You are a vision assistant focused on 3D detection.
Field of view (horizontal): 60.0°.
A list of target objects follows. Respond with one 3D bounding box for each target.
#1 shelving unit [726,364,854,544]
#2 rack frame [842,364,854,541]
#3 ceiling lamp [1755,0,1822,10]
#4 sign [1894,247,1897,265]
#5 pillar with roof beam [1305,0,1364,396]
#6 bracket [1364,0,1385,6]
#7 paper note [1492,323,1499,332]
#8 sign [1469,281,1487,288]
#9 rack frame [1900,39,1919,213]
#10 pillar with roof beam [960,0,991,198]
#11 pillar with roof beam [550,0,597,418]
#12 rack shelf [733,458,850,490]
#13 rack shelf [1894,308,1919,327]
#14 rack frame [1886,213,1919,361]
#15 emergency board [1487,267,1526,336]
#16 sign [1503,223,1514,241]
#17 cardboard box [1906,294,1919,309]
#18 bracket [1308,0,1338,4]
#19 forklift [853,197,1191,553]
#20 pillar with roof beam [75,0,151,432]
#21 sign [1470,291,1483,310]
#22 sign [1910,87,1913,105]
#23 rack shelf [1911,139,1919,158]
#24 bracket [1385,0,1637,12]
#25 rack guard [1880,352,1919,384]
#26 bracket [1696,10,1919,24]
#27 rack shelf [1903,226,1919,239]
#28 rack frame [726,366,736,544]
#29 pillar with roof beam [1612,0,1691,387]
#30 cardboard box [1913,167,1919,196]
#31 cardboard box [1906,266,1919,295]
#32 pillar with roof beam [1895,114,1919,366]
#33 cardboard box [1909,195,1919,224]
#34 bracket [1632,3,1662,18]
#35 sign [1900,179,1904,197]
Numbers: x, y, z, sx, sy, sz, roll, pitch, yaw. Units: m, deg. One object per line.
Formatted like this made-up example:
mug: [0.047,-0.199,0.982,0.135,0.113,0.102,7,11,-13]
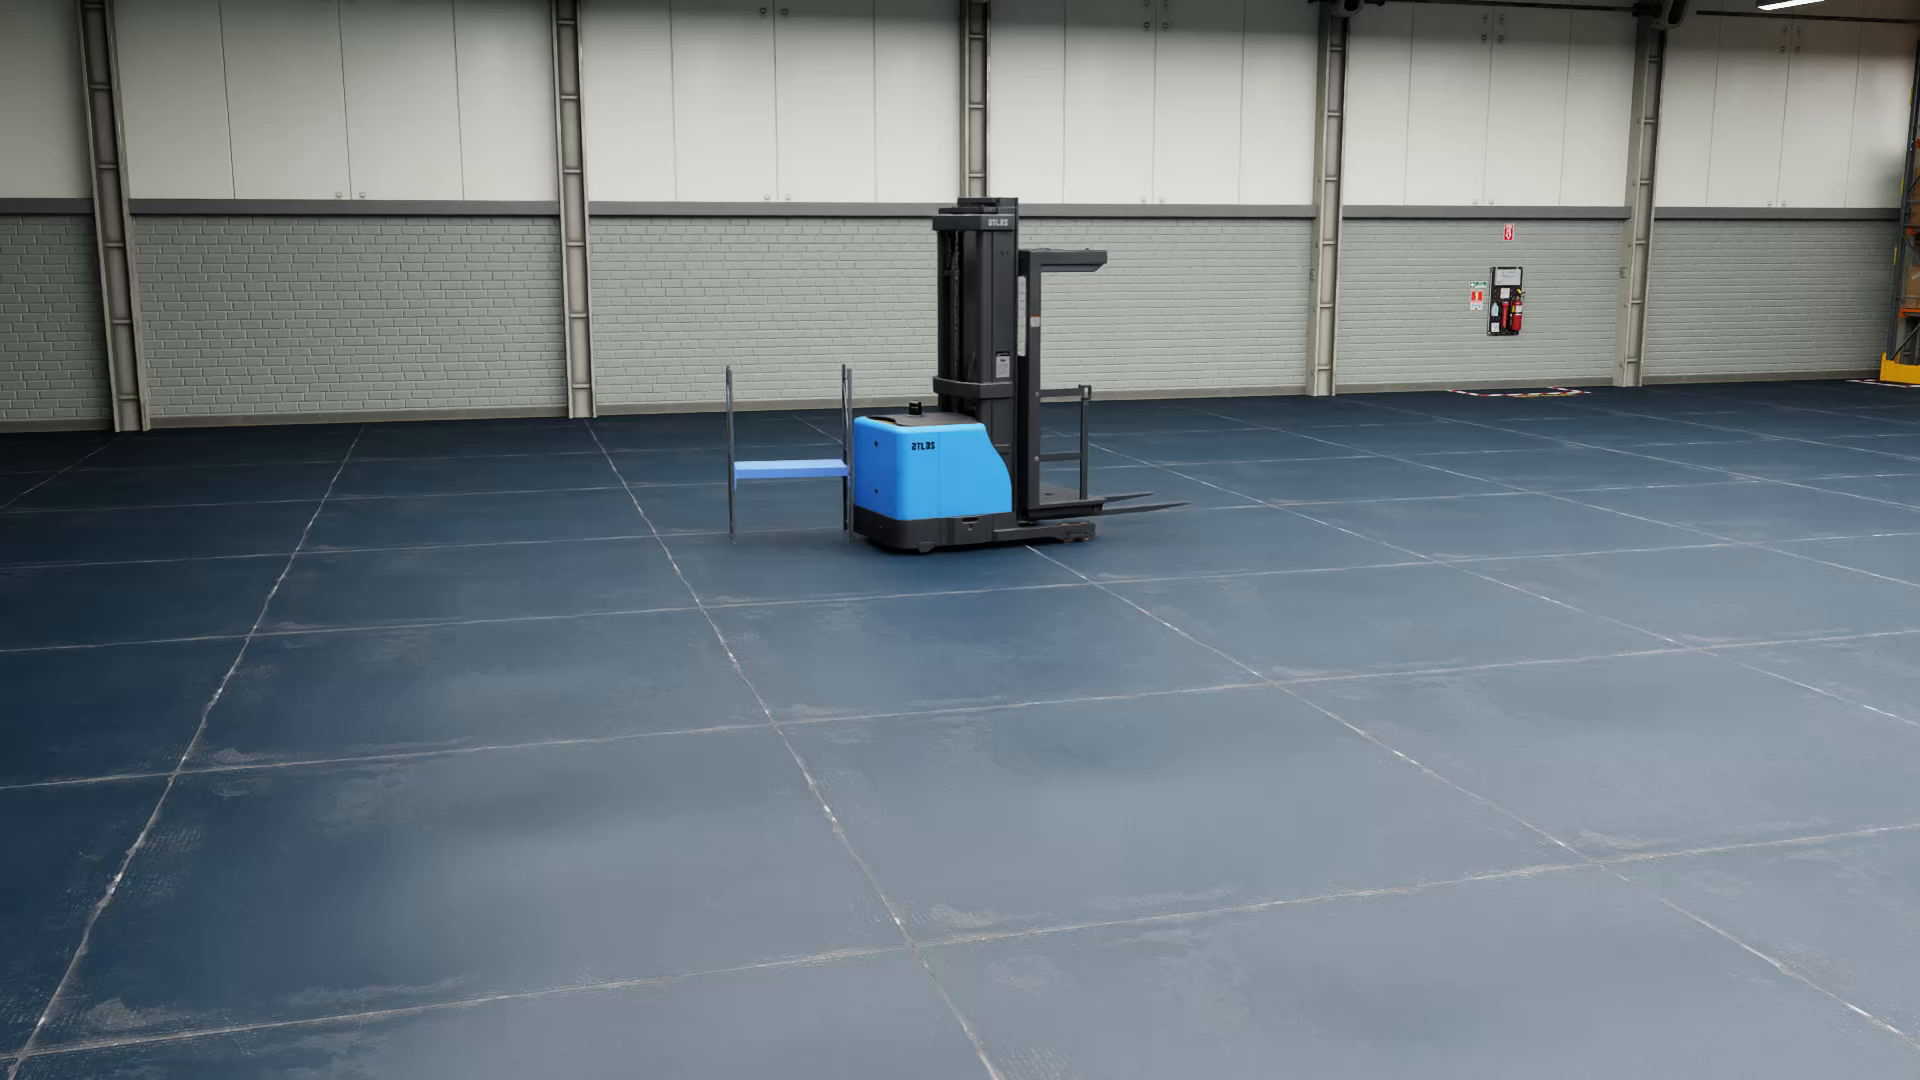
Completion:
shelving unit: [-1.490,-0.760,14.534,1.048,1.500,0.538,-2,11,-10]
rack frame: [-0.989,-0.776,14.622,0.032,1.500,0.500,-2,11,-10]
ceiling lamp: [11.717,-9.077,22.874,0.800,3.185,2.000,-3,11,-16]
sign: [16.942,-5.133,30.072,0.005,0.325,0.100,-3,11,-16]
pillar with roof beam: [7.190,-6.091,22.778,0.548,9.000,9.100,-3,11,-16]
bracket: [6.485,-8.569,26.296,0.430,0.232,0.235,-3,11,-16]
paper note: [9.175,-3.644,28.489,0.142,0.148,0.016,-3,11,-16]
sign: [8.812,-4.341,28.279,0.331,0.109,0.001,-3,11,-16]
rack frame: [17.078,-7.261,29.133,0.127,3.000,1.000,-3,11,-16]
pillar with roof beam: [1.429,-5.787,21.129,0.548,9.000,9.100,-3,11,-16]
pillar with roof beam: [-4.332,-5.484,19.479,0.400,9.000,9.100,-3,11,-16]
rack shelf: [-1.490,-0.583,14.566,1.000,0.185,0.538,-2,11,-10]
rack shelf: [18.999,-4.058,30.291,4.000,0.370,1.077,-3,11,-16]
rack frame: [17.078,-4.310,29.676,0.127,3.000,1.000,-3,11,-16]
emergency board: [9.364,-4.074,28.392,0.643,1.169,0.194,-3,11,-16]
sign: [9.329,-5.231,28.274,0.199,0.298,0.001,-3,11,-16]
cardboard box: [17.473,-4.304,29.999,0.500,0.250,0.500,-3,11,-15]
bracket: [5.688,-8.527,26.068,0.430,0.232,0.235,-3,11,-16]
forklift: [0.615,-1.498,14.588,3.031,2.935,1.130,-5,12,-26]
pillar with roof beam: [-10.092,-5.180,17.830,0.400,9.000,9.100,-3,11,-16]
sign: [8.805,-4.082,28.335,0.234,0.329,0.001,-3,11,-16]
sign: [16.943,-7.896,29.563,0.005,0.325,0.100,-3,11,-16]
rack shelf: [18.999,-7.007,29.748,4.000,0.370,1.077,-3,11,-16]
bracket: [8.958,-8.699,27.004,4.783,0.066,0.076,-3,11,-16]
rack guard: [17.151,-3.085,29.923,0.348,0.500,1.175,-3,11,-16]
bracket: [14.719,-9.003,28.654,4.783,0.066,0.076,-3,11,-16]
rack shelf: [18.999,-5.533,30.019,4.000,0.370,1.077,-3,11,-16]
rack frame: [-1.990,-0.744,14.446,0.032,1.500,0.500,-2,11,-10]
pillar with roof beam: [12.951,-6.395,24.427,0.548,9.000,9.100,-3,11,-16]
cardboard box: [17.419,-6.404,29.668,0.500,0.500,0.500,-3,11,-13]
cardboard box: [17.471,-4.676,29.950,0.500,0.500,0.500,-3,11,-17]
pillar with roof beam: [18.712,-6.698,26.077,0.400,9.000,9.100,-3,11,-16]
cardboard box: [17.408,-5.910,29.747,0.500,0.500,0.500,-2,11,-12]
bracket: [11.449,-8.831,27.717,0.430,0.232,0.235,-3,11,-16]
sign: [16.942,-6.319,29.854,0.005,0.325,0.100,-3,11,-16]
